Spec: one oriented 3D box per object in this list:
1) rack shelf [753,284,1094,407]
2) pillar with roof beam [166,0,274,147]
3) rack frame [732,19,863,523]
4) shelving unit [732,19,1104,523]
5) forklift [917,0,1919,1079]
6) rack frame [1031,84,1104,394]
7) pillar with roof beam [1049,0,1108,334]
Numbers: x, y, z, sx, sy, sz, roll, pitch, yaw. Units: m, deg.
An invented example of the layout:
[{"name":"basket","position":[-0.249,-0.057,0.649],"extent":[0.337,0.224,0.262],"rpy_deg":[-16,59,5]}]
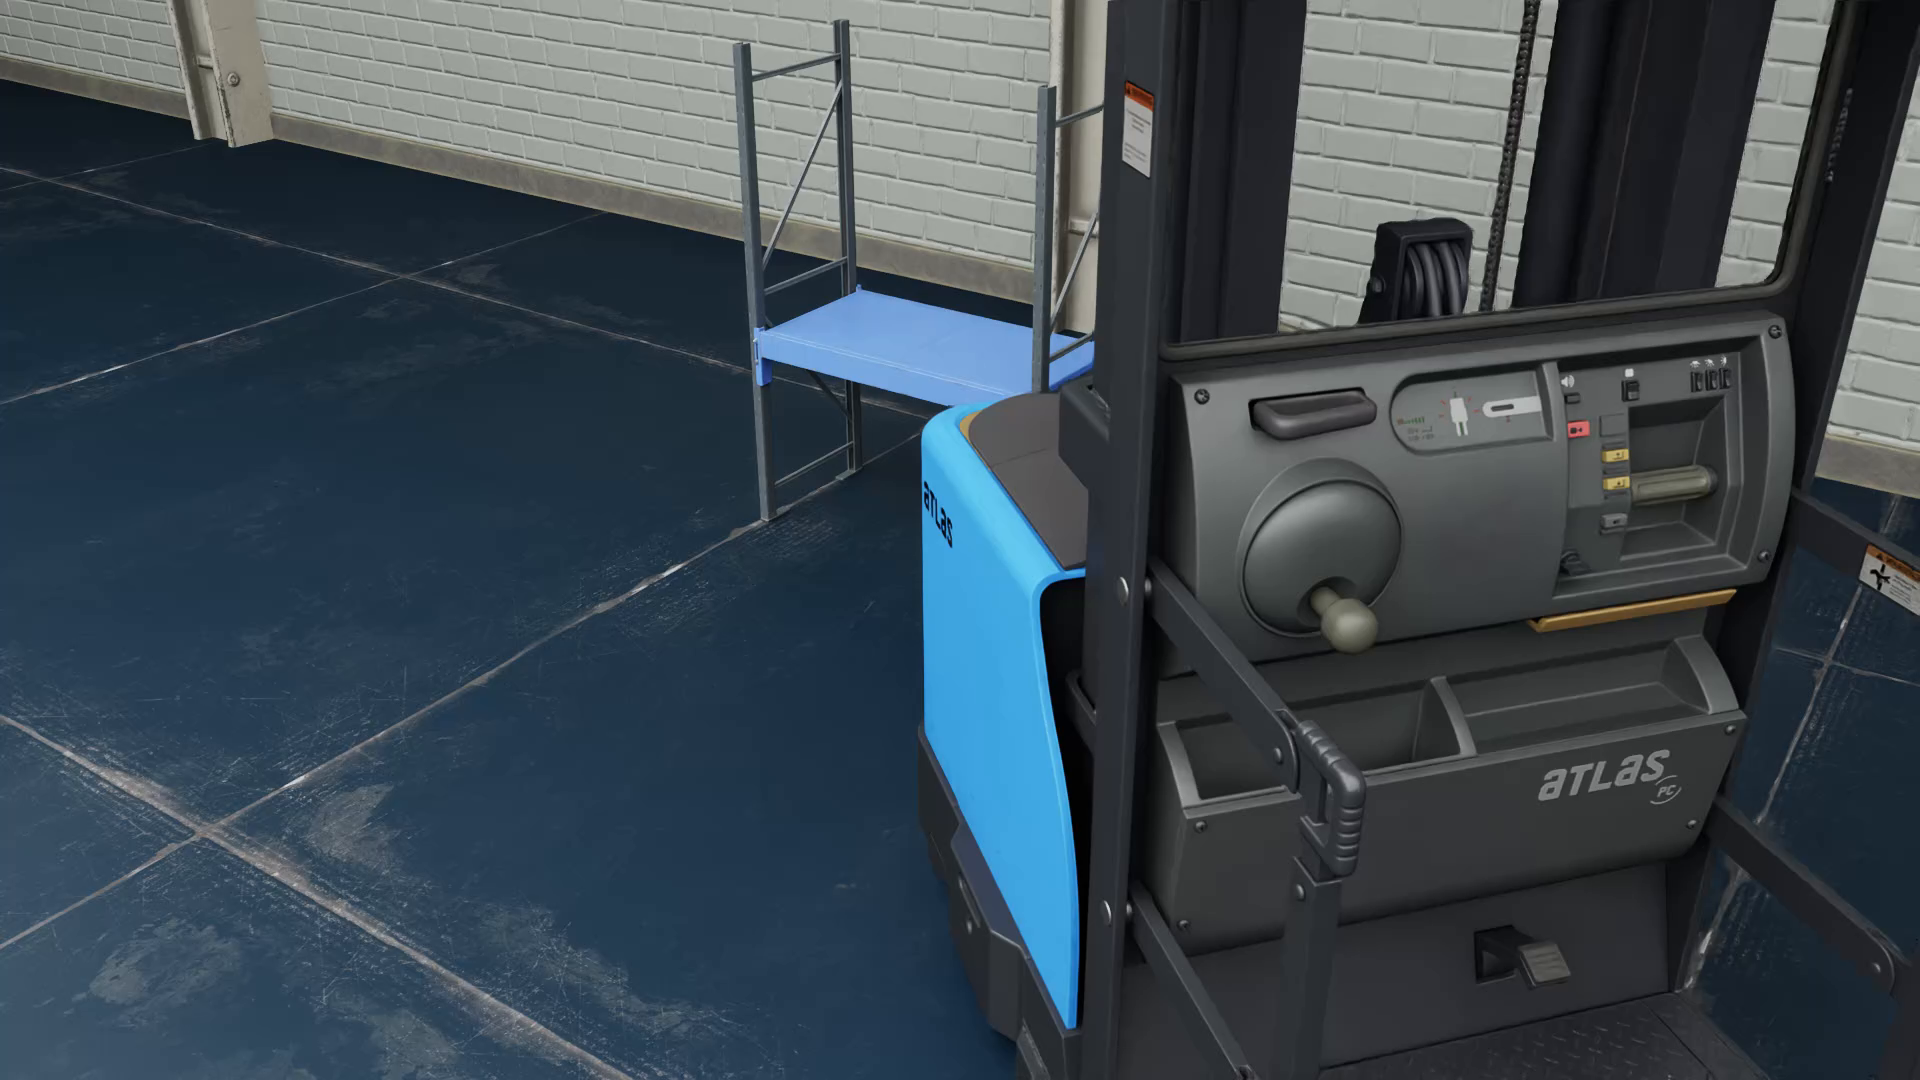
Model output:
[{"name":"rack shelf","position":[-0.070,-0.530,5.034],"extent":[1.000,0.185,0.538],"rpy_deg":[17,32,30]},{"name":"pillar with roof beam","position":[-6.788,-4.819,4.798],"extent":[0.400,9.000,9.100],"rpy_deg":[17,32,30]},{"name":"rack frame","position":[-0.489,-0.821,5.209],"extent":[0.032,1.500,0.500],"rpy_deg":[17,32,30]},{"name":"shelving unit","position":[-0.070,-0.690,4.953],"extent":[1.048,1.500,0.538],"rpy_deg":[17,32,30]},{"name":"forklift","position":[0.803,-0.044,2.104],"extent":[1.130,2.935,3.031],"rpy_deg":[-7,28,-14]},{"name":"rack frame","position":[0.349,-0.560,4.696],"extent":[0.032,1.500,0.500],"rpy_deg":[17,32,30]},{"name":"pillar with roof beam","position":[-1.843,-3.279,1.771],"extent":[0.400,9.000,9.100],"rpy_deg":[17,32,30]}]
